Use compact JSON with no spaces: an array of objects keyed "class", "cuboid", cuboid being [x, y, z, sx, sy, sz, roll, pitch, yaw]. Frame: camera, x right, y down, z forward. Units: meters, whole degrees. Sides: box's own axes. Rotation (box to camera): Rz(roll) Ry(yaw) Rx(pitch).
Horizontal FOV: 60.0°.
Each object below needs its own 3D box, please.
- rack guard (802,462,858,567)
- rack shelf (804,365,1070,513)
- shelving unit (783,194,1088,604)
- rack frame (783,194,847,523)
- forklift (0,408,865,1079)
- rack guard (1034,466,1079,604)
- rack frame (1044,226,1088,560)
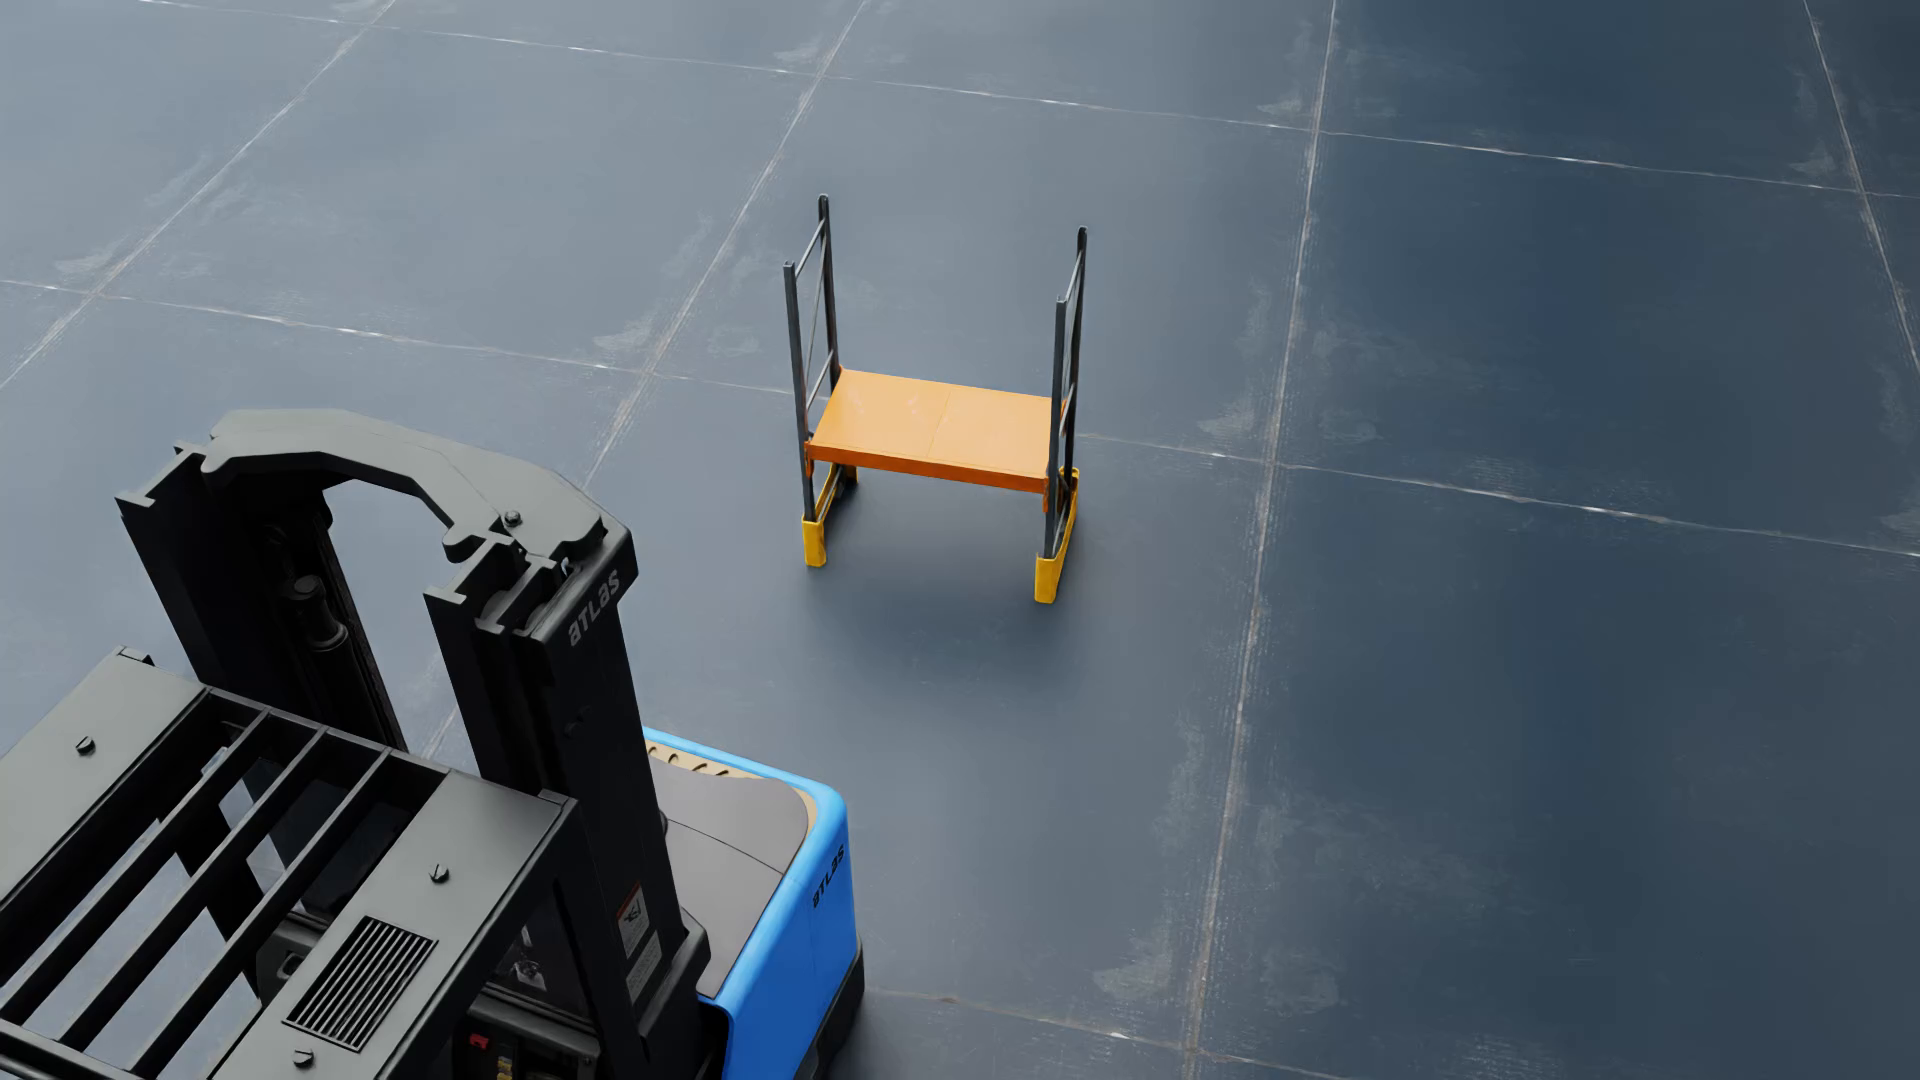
[{"class":"rack guard","cuboid":[-0.560,-0.177,7.214,0.087,0.250,0.587,9,45,9]},{"class":"rack shelf","cuboid":[-0.083,-0.424,6.828,1.000,0.185,0.538,9,45,9]},{"class":"shelving unit","cuboid":[-0.074,-0.552,6.702,1.083,1.500,0.587,9,45,9]},{"class":"rack frame","cuboid":[-0.579,-0.630,6.783,0.032,1.500,0.500,9,45,9]},{"class":"forklift","cuboid":[-1.331,1.286,3.760,1.130,2.935,3.031,15,46,15]},{"class":"rack guard","cuboid":[0.412,-0.026,7.057,0.087,0.250,0.587,9,45,9]},{"class":"rack frame","cuboid":[0.413,-0.476,6.623,0.032,1.500,0.500,9,45,9]}]
